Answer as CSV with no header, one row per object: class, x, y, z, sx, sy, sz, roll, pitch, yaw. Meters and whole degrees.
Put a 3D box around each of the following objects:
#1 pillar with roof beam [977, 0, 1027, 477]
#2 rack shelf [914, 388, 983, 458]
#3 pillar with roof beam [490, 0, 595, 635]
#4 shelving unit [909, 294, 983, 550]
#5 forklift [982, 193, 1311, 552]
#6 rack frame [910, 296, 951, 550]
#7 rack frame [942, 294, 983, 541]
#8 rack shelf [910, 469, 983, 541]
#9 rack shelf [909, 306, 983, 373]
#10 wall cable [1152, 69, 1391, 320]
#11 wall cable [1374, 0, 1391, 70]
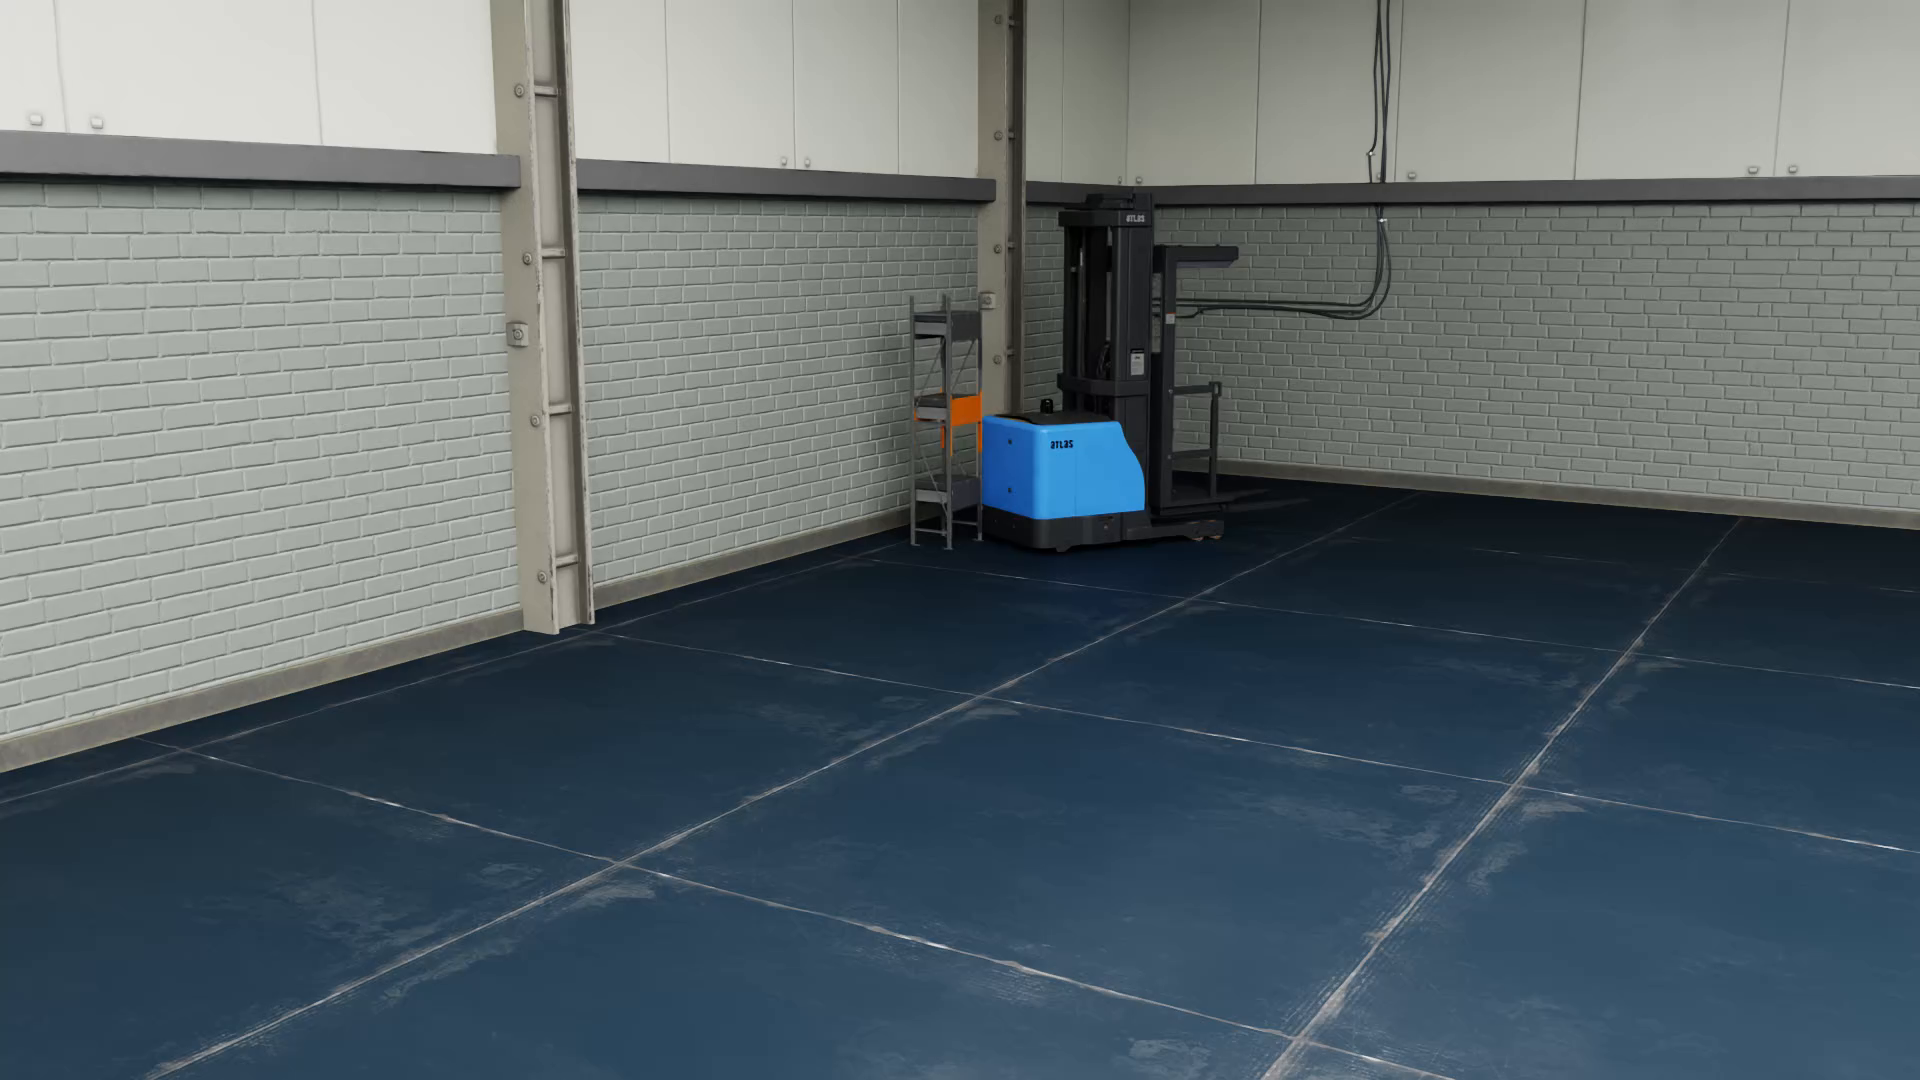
pillar with roof beam,4.074,-4.374,13.276,9.100,9.000,0.400,6,12,31
rack shelf,-0.114,-0.991,14.028,0.431,0.518,0.480,7,13,32
pillar with roof beam,0.959,-3.430,8.235,9.100,9.000,0.400,6,12,31
shelving unit,-0.114,-1.004,14.026,0.431,2.100,0.503,7,13,32
forklift,1.710,-1.510,14.468,3.031,2.935,1.130,-6,12,-28
rack frame,-0.244,-0.966,13.823,0.400,2.100,0.015,7,13,32
rack frame,0.017,-1.042,14.228,0.400,2.100,0.015,7,13,32
rack shelf,-0.114,-0.303,14.157,0.431,0.518,0.480,7,13,32
rack shelf,-0.114,-1.679,13.900,0.431,0.518,0.480,7,13,32
wall cable,3.054,-3.596,17.558,3.097,2.526,0.112,6,12,31
wall cable,5.367,-5.820,15.713,3.097,2.526,0.112,6,12,31
